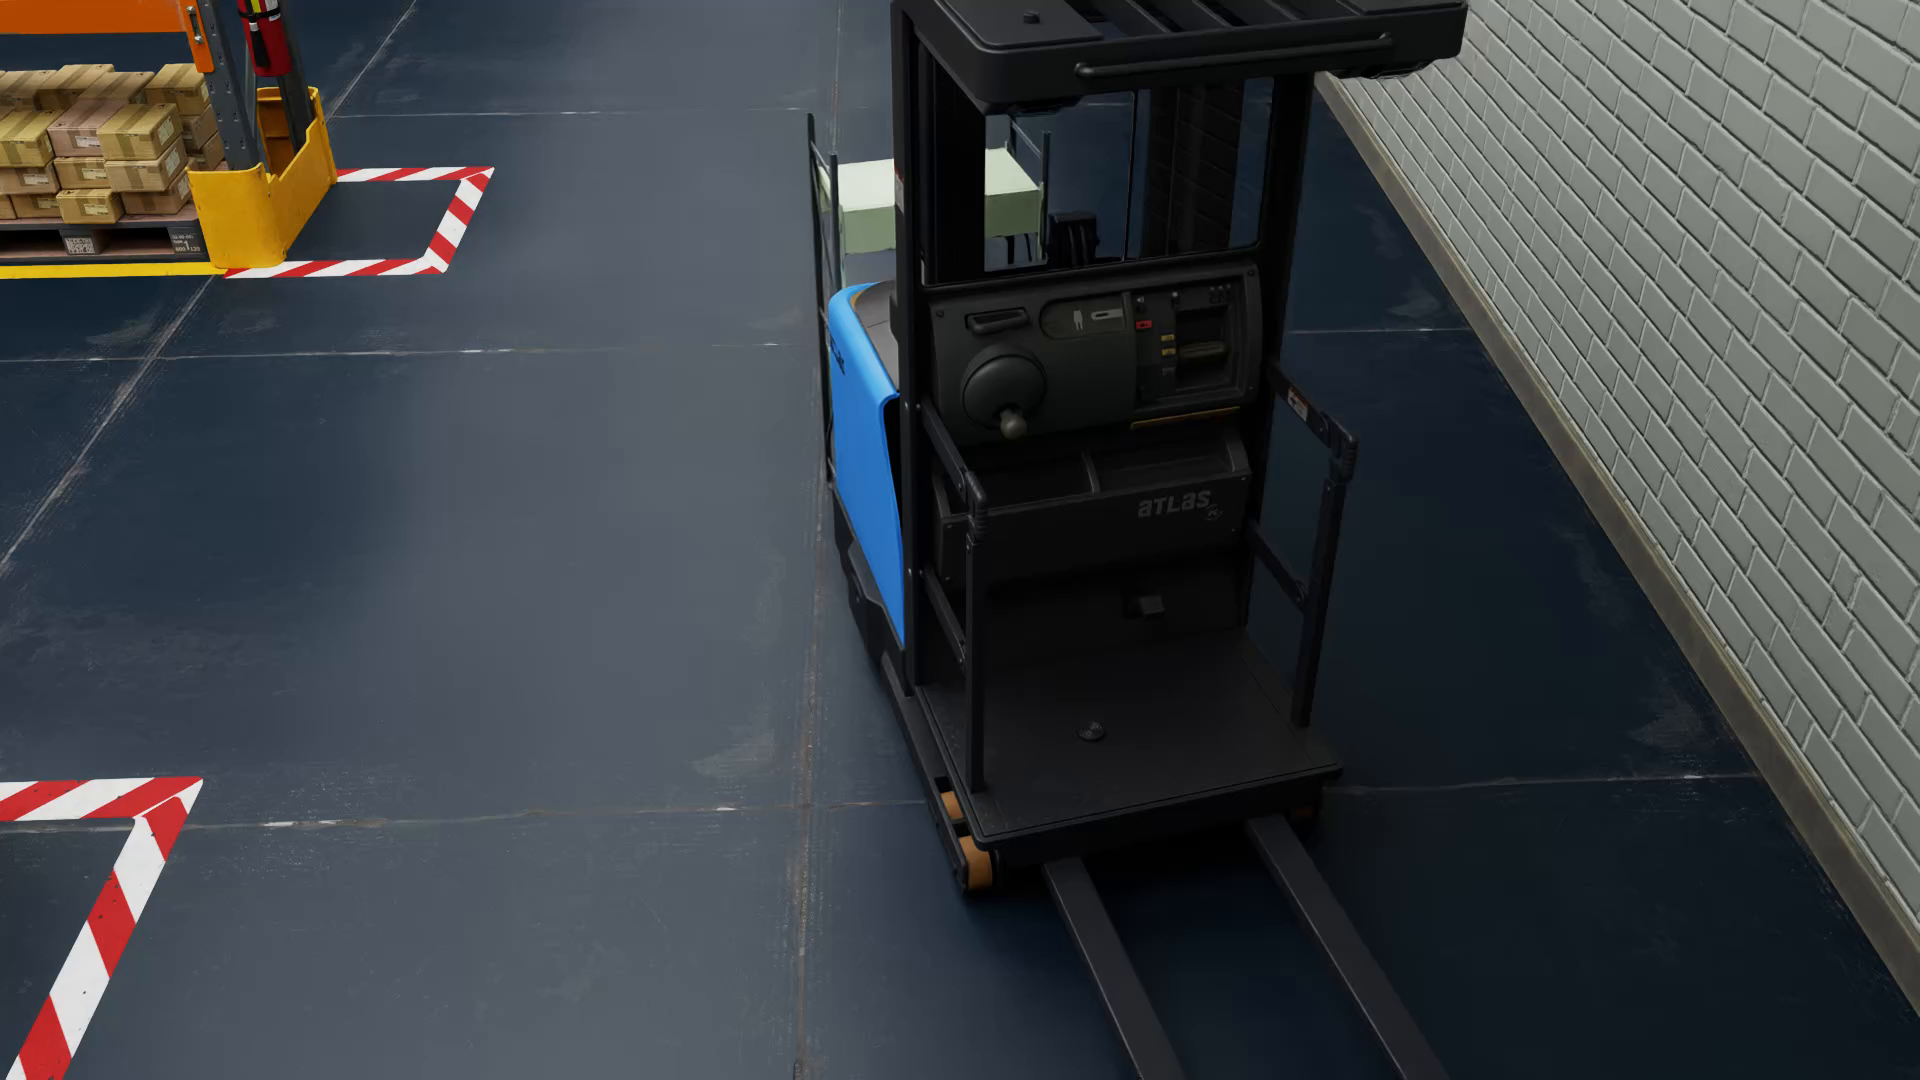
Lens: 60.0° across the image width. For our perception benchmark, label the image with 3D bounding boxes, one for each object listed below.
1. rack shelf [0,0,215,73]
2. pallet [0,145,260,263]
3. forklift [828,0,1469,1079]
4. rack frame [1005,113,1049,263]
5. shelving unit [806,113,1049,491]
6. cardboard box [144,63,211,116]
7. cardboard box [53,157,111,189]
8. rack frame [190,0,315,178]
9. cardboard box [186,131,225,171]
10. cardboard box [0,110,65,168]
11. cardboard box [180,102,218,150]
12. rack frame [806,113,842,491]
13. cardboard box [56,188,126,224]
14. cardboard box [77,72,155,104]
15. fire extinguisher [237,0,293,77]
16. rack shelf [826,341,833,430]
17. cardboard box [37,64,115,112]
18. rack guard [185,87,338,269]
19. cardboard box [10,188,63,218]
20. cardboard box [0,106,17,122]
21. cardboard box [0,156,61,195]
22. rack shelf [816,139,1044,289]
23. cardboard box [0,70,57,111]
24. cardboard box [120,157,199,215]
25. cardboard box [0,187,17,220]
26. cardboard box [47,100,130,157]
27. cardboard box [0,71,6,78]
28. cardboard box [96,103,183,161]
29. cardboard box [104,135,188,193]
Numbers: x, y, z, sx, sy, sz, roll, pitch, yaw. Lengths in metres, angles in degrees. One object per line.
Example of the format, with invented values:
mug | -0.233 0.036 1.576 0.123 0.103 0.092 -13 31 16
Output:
rack shelf | -5.473 -2.554 7.937 4.000 0.370 1.077 -2 35 -2
pallet | -4.364 -1.753 8.598 1.213 0.211 1.003 -2 35 -2
forklift | 0.440 -0.445 4.318 1.130 2.935 3.031 -9 36 -13
rack frame | 0.236 -0.866 6.184 0.023 1.500 0.400 -9 36 -13
shelving unit | -0.115 -0.809 6.100 0.755 1.500 0.431 -9 36 -13
cardboard box | -4.015 -2.328 8.591 0.250 0.149 0.380 -3 35 -4
cardboard box | -4.253 -1.873 8.196 0.250 0.149 0.380 -2 35 -3
rack frame | -3.475 -2.904 7.810 0.127 3.000 1.000 -2 35 -2
cardboard box | -4.014 -2.072 8.744 0.250 0.149 0.380 -1 35 -1
cardboard box | -4.499 -1.937 8.026 0.250 0.149 0.380 -2 35 -3
cardboard box | -4.011 -2.158 8.607 0.250 0.149 0.380 0 35 0
rack frame | -0.467 -0.751 6.017 0.023 1.500 0.400 -9 36 -13
cardboard box | -4.243 -1.707 8.217 0.250 0.149 0.380 -1 35 -1
cardboard box | -4.284 -2.252 8.481 0.250 0.149 0.380 -1 35 -1
fire extinguisher | -3.202 -2.463 7.569 0.183 0.674 0.296 -2 35 -2
rack shelf | -0.115 -0.540 6.286 0.720 0.370 0.431 -9 36 -13
cardboard box | -4.542 -2.318 8.577 0.250 0.149 0.380 -2 35 -2
rack guard | -3.551 -1.874 8.518 0.348 0.500 1.175 -2 35 -2
cardboard box | -4.511 -1.749 8.277 0.250 0.149 0.380 -2 35 -2
cardboard box | -4.760 -1.966 8.068 0.250 0.149 0.380 -3 35 -4
cardboard box | -4.508 -1.835 8.140 0.250 0.149 0.380 -3 35 -4
rack shelf | -0.115 -1.129 5.878 0.720 0.370 0.431 -9 36 -13
cardboard box | -4.786 -2.264 8.499 0.250 0.149 0.380 -3 35 -5
cardboard box | -3.991 -1.771 8.310 0.250 0.149 0.380 -1 35 -1
cardboard box | -4.757 -1.735 8.257 0.250 0.149 0.380 -1 35 -2
cardboard box | -4.246 -2.016 8.141 0.250 0.149 0.380 -1 35 -1
cardboard box | -5.063 -2.262 8.496 0.250 0.149 0.380 0 35 0
cardboard box | -3.992 -1.990 8.103 0.250 0.149 0.380 -1 35 -2
cardboard box | -3.989 -1.850 8.162 0.250 0.149 0.380 -2 35 -4
